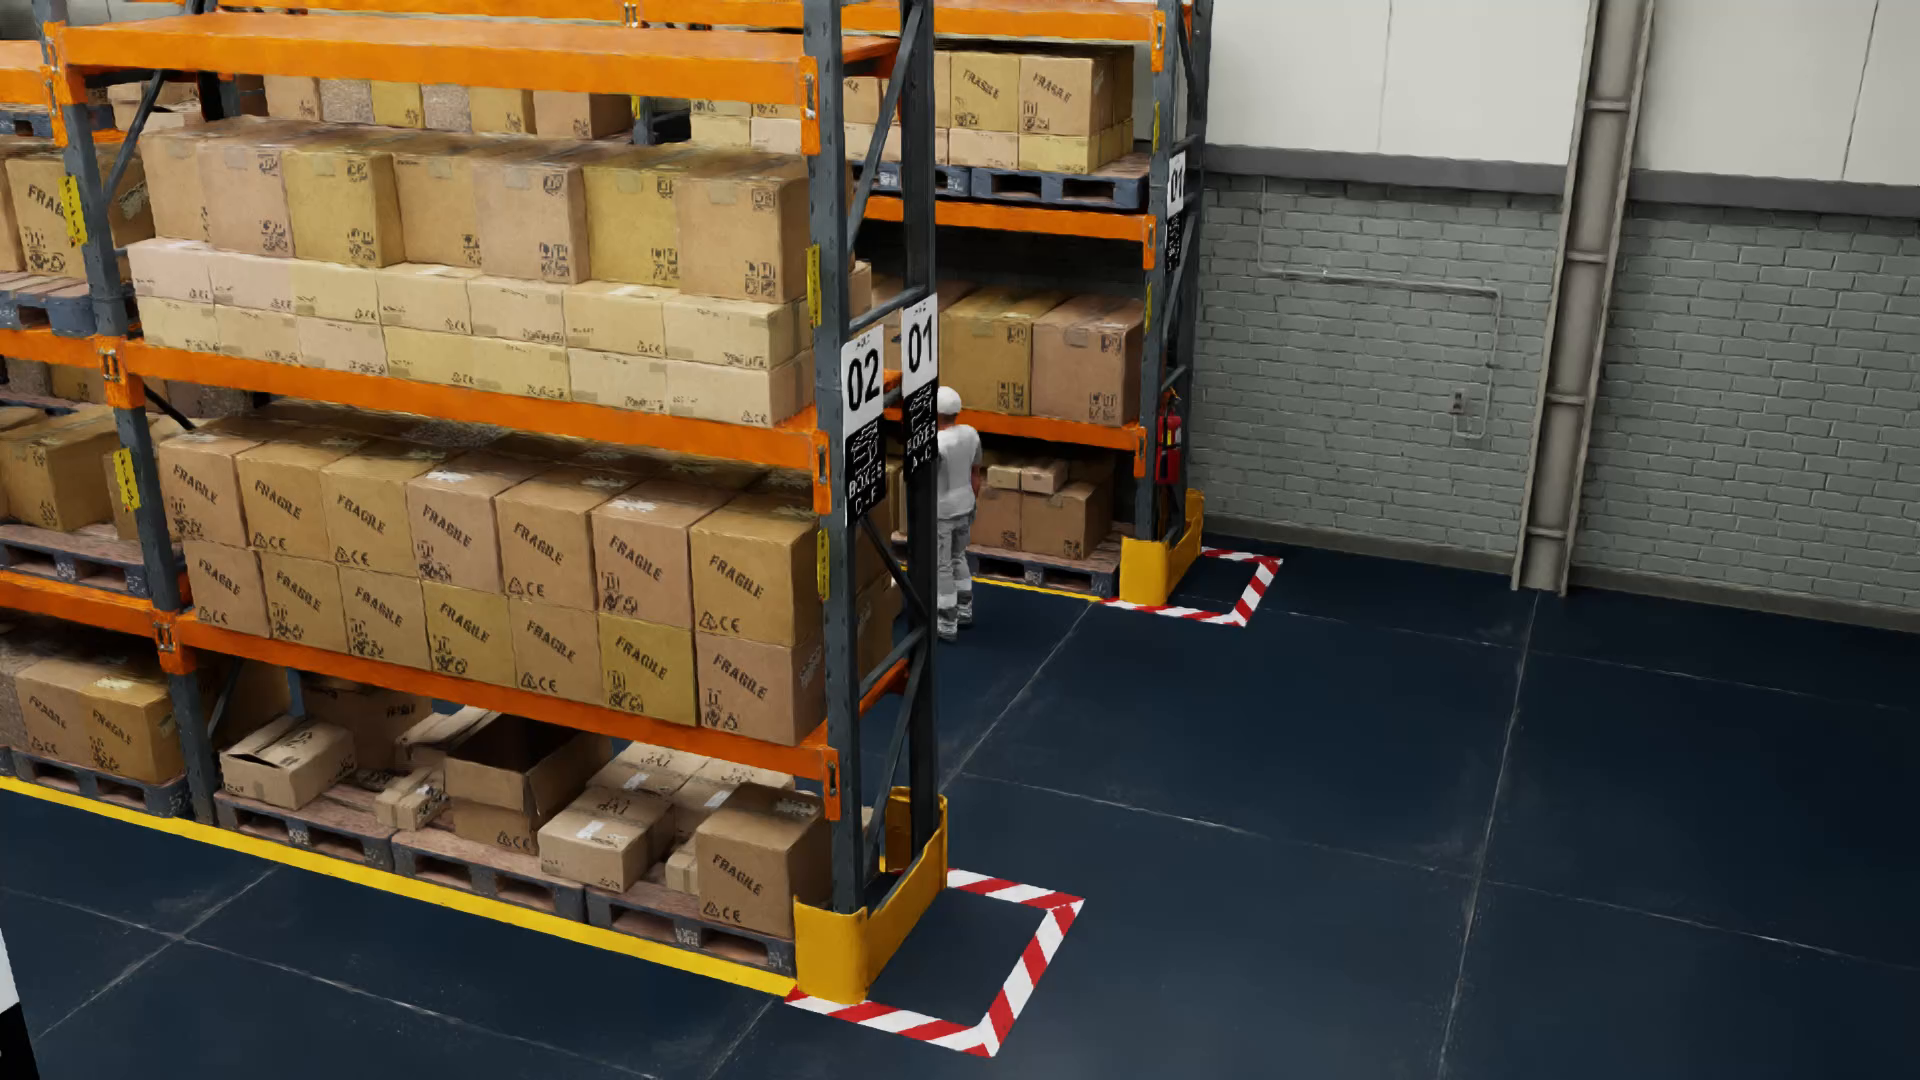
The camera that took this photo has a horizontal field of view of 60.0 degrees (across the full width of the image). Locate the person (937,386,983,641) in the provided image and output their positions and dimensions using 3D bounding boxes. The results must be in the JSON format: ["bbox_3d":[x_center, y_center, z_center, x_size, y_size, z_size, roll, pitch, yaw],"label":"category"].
[{"bbox_3d":[-0.125,-0.200,11.371,0.423,1.794,0.569,20,30,40],"label":"person"}]
